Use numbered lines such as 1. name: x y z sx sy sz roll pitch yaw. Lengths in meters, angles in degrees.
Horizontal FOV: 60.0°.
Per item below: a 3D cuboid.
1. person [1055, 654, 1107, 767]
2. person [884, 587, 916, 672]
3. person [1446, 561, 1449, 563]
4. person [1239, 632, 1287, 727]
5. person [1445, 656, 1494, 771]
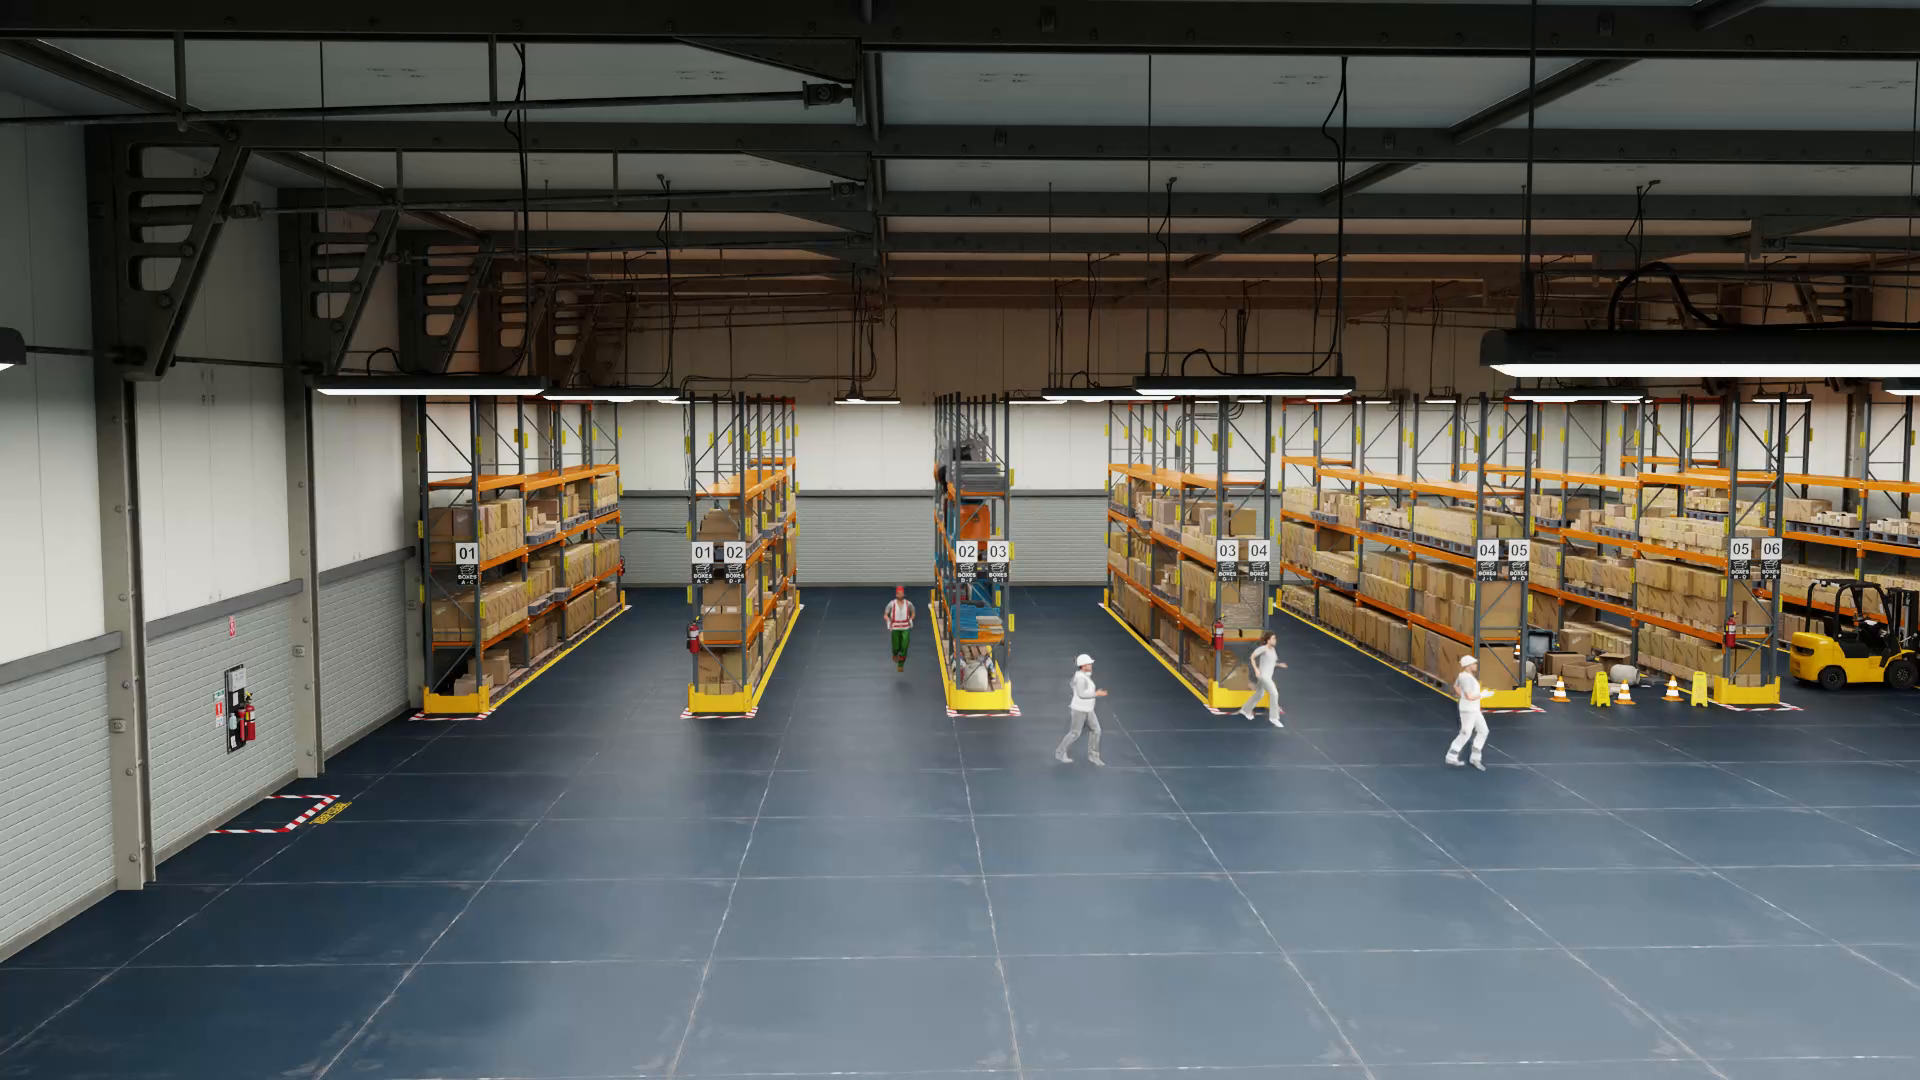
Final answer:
1. person: 1.941 2.720 26.437 0.845 1.822 0.605 2 5 19
2. person: -1.226 1.827 34.274 0.656 1.737 0.704 -1 5 -9
3. person: 14.629 1.023 49.361 0.548 1.529 0.582 3 5 29
4. person: 5.465 2.496 30.012 0.890 1.702 0.496 3 5 29
5. person: 8.038 2.734 26.187 0.720 1.839 0.631 2 5 24
